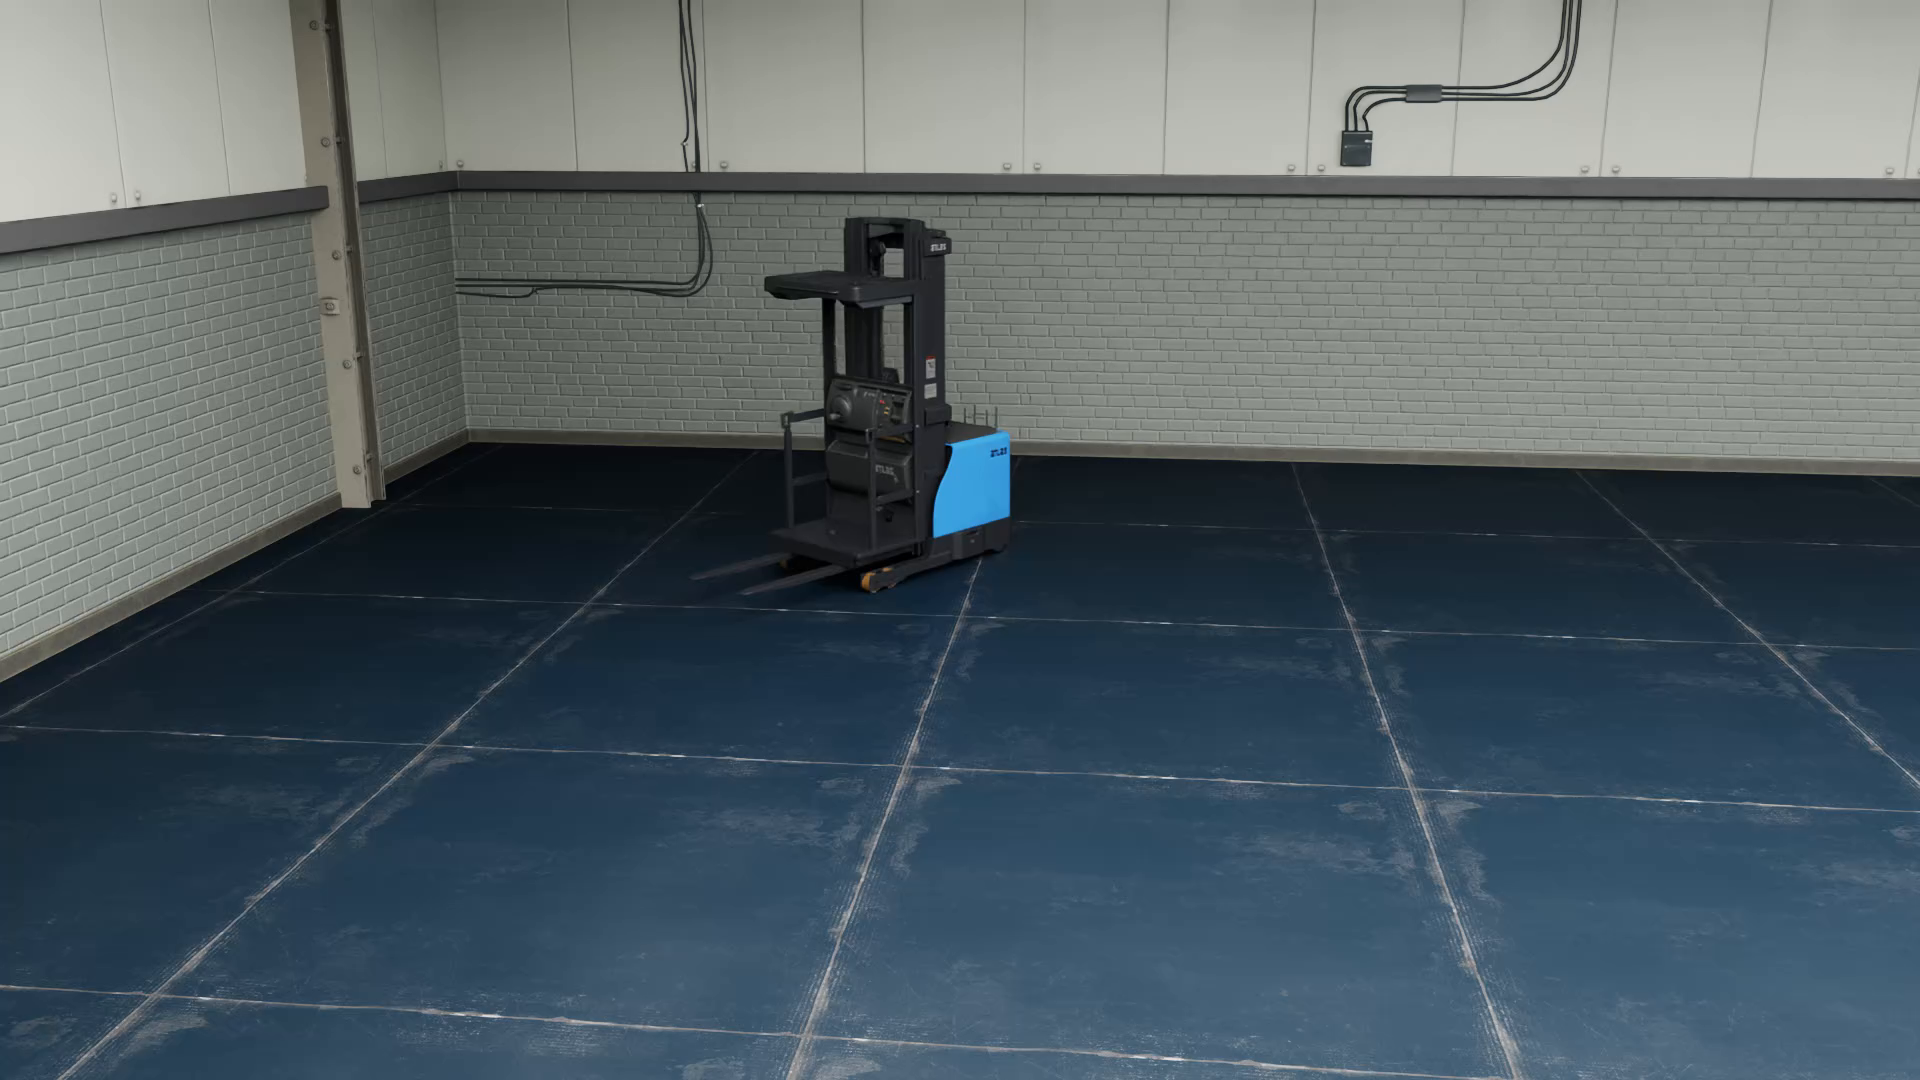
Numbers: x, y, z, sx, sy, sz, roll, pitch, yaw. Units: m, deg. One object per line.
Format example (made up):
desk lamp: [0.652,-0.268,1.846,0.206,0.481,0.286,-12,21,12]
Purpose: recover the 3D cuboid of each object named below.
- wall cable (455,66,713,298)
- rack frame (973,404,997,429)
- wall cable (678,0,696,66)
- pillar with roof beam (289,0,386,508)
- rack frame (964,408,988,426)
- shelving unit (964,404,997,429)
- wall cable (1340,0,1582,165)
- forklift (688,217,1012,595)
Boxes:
wall cable: [-4.289,-3.940,18.441,3.097,2.526,0.112,2,15,6]
rack frame: [0.230,-0.641,15.234,0.240,1.200,0.006,8,17,27]
wall cable: [-1.601,-6.298,17.487,3.097,2.526,0.112,2,15,6]
pillar with roof beam: [-1.658,-4.587,14.885,9.100,9.000,0.400,2,15,6]
rack frame: [0.145,-0.599,15.078,0.240,1.200,0.006,8,17,27]
shelving unit: [0.187,-0.620,15.156,0.258,1.200,0.189,8,17,27]
wall cable: [5.142,-6.797,16.542,2.305,6.003,0.169,2,15,6]
forklift: [-0.901,-1.133,13.737,1.130,2.935,3.031,13,20,40]
